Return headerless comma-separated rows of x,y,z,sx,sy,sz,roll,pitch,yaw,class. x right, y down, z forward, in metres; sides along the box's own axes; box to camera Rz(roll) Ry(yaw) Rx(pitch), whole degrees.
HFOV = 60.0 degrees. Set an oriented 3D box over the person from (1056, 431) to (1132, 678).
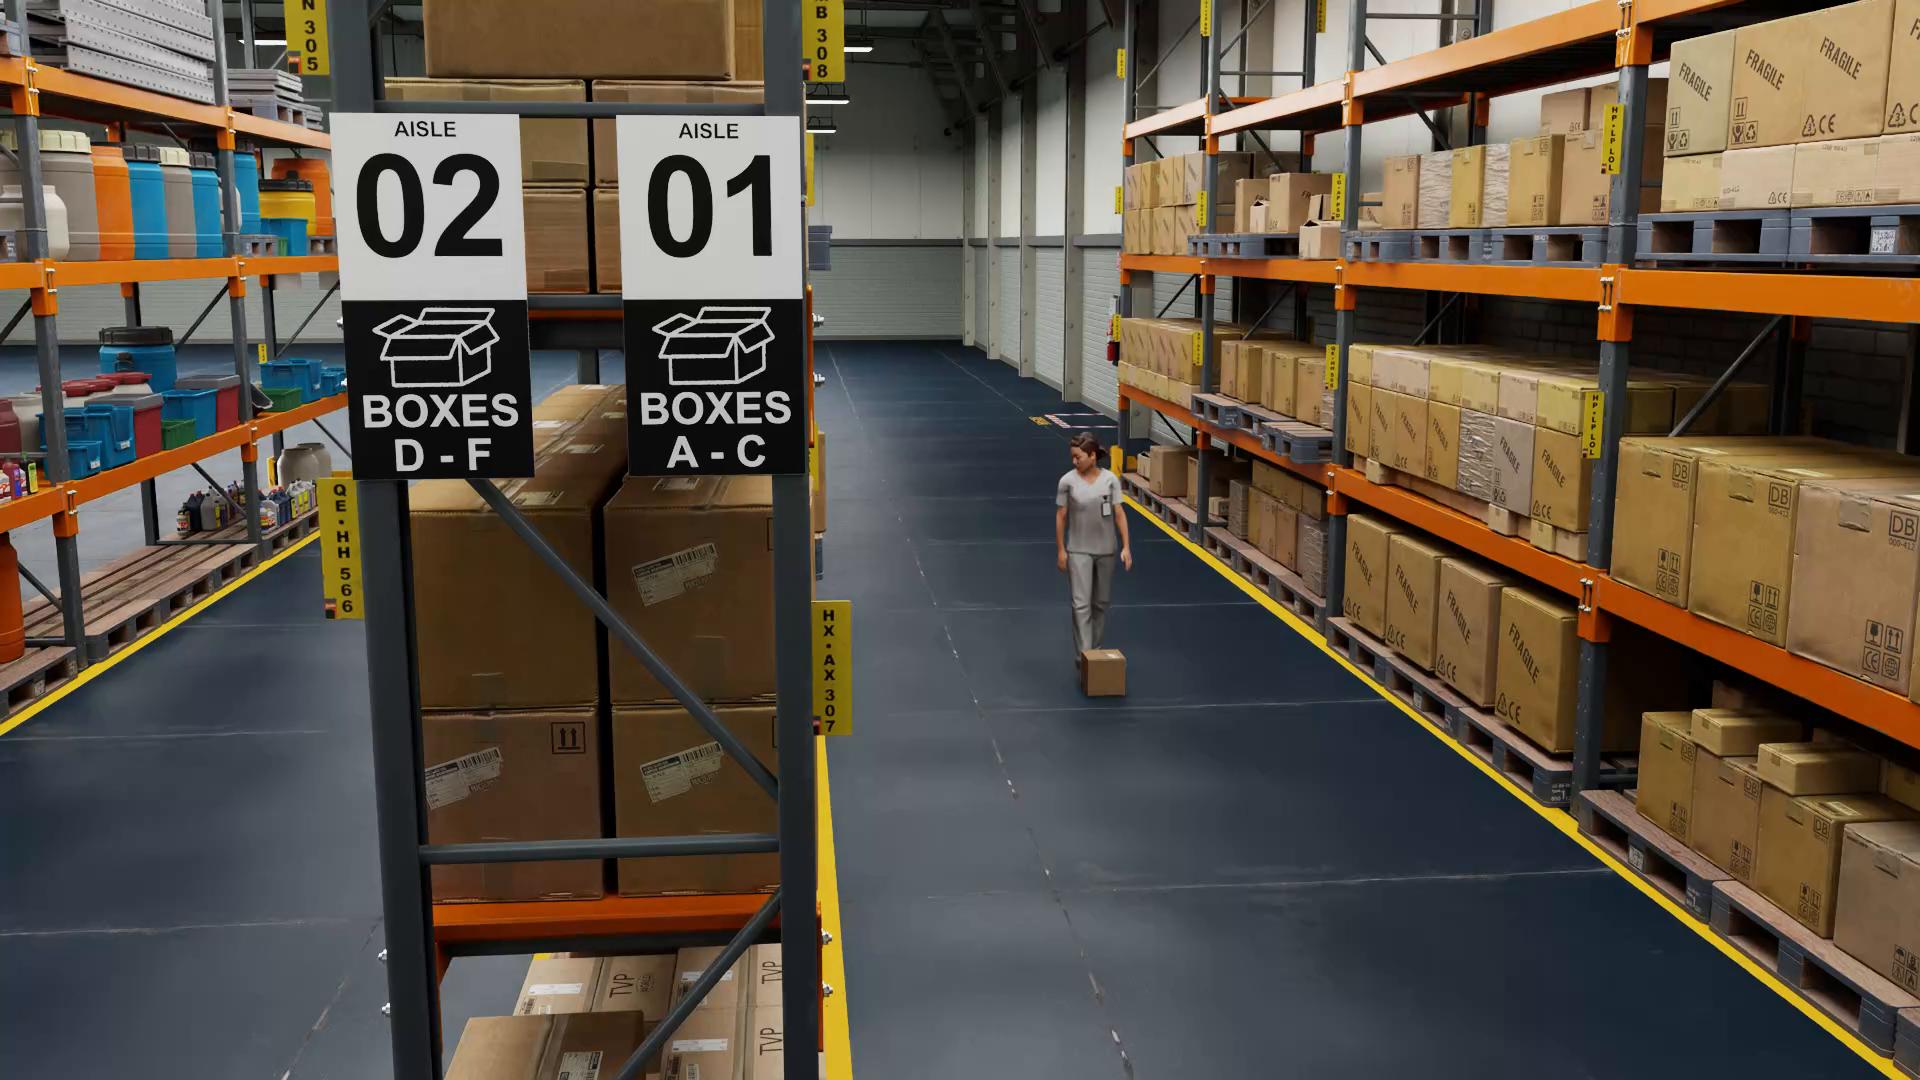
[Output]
0.910,0.093,11.310,0.475,1.661,0.762,-2,10,-12,person
